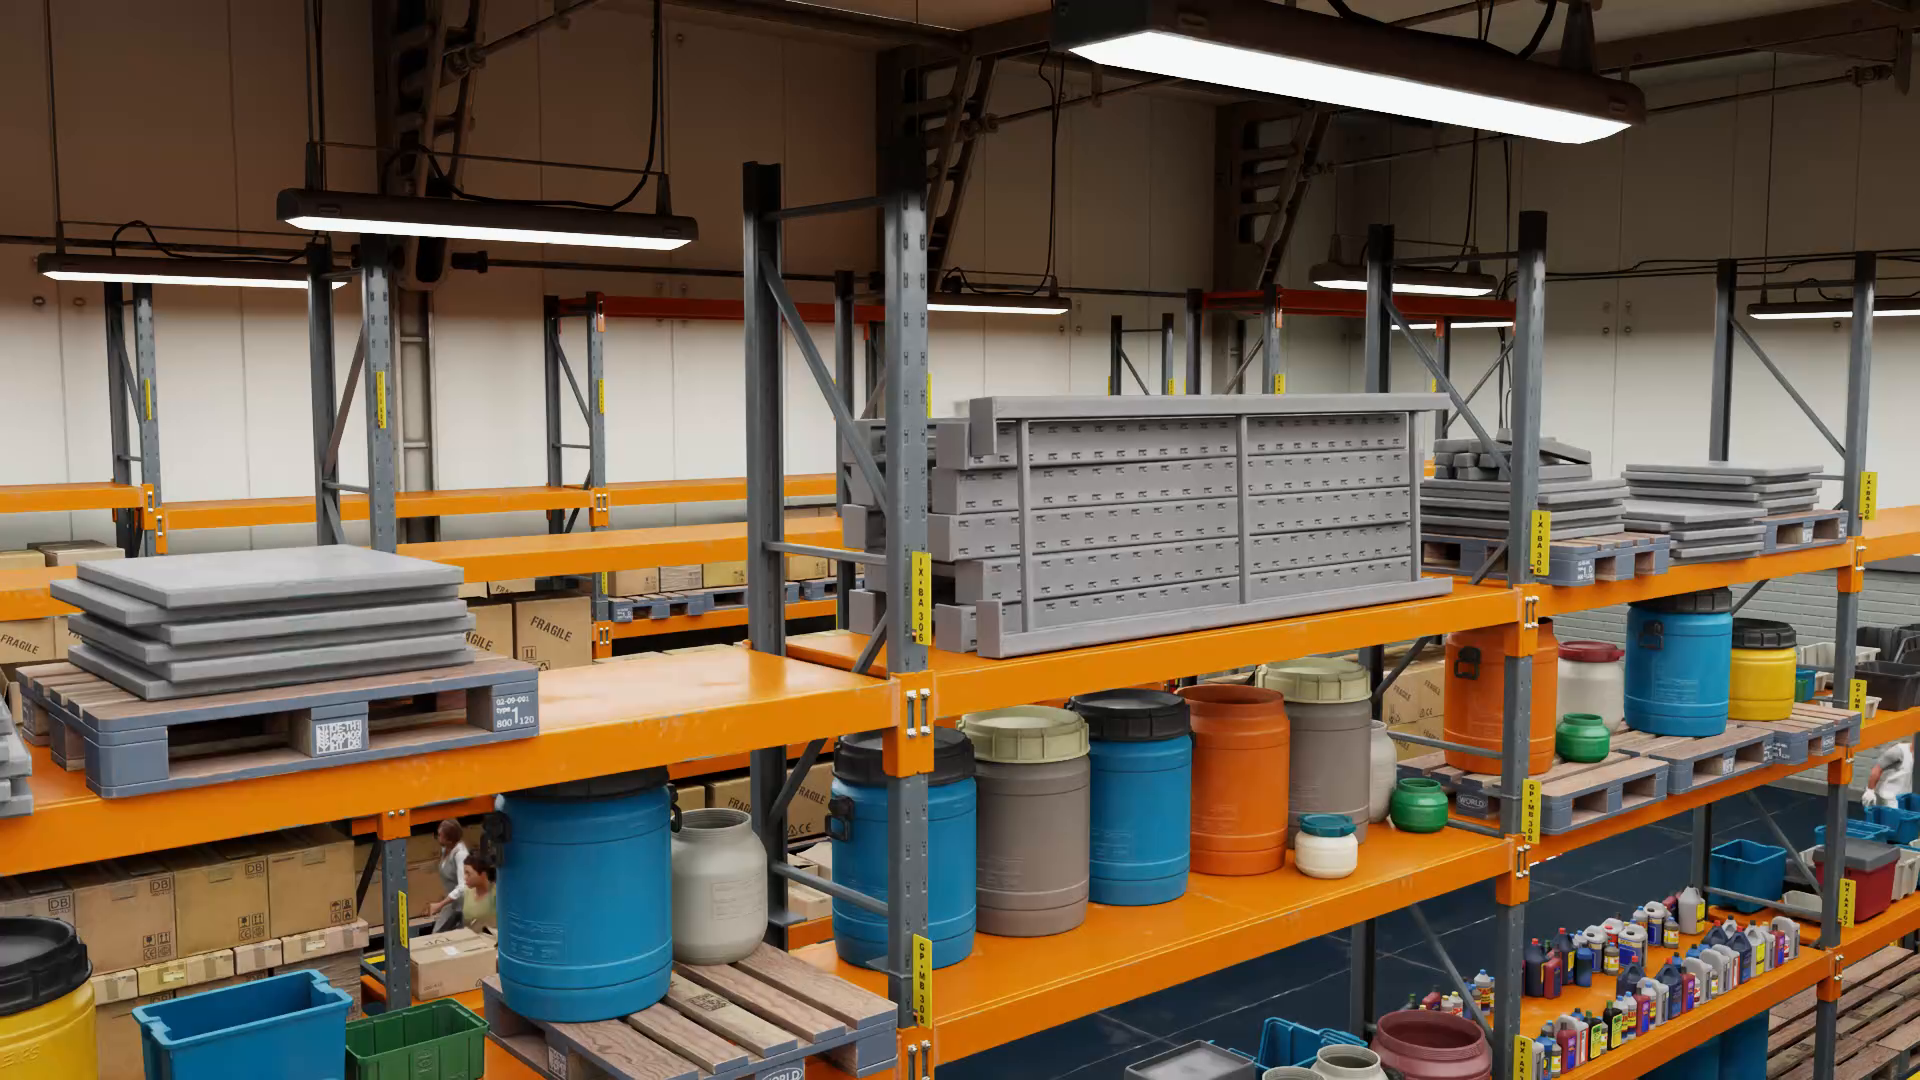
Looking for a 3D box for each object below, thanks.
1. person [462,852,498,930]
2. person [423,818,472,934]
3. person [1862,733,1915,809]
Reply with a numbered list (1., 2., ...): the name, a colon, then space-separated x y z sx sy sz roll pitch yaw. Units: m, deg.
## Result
1. person: -3.502 3.144 12.611 0.552 1.645 0.566 2 6 17
2. person: -4.169 3.060 13.852 0.520 1.524 0.774 5 8 45
3. person: 9.630 2.678 16.969 0.641 1.732 0.757 -1 6 -14
